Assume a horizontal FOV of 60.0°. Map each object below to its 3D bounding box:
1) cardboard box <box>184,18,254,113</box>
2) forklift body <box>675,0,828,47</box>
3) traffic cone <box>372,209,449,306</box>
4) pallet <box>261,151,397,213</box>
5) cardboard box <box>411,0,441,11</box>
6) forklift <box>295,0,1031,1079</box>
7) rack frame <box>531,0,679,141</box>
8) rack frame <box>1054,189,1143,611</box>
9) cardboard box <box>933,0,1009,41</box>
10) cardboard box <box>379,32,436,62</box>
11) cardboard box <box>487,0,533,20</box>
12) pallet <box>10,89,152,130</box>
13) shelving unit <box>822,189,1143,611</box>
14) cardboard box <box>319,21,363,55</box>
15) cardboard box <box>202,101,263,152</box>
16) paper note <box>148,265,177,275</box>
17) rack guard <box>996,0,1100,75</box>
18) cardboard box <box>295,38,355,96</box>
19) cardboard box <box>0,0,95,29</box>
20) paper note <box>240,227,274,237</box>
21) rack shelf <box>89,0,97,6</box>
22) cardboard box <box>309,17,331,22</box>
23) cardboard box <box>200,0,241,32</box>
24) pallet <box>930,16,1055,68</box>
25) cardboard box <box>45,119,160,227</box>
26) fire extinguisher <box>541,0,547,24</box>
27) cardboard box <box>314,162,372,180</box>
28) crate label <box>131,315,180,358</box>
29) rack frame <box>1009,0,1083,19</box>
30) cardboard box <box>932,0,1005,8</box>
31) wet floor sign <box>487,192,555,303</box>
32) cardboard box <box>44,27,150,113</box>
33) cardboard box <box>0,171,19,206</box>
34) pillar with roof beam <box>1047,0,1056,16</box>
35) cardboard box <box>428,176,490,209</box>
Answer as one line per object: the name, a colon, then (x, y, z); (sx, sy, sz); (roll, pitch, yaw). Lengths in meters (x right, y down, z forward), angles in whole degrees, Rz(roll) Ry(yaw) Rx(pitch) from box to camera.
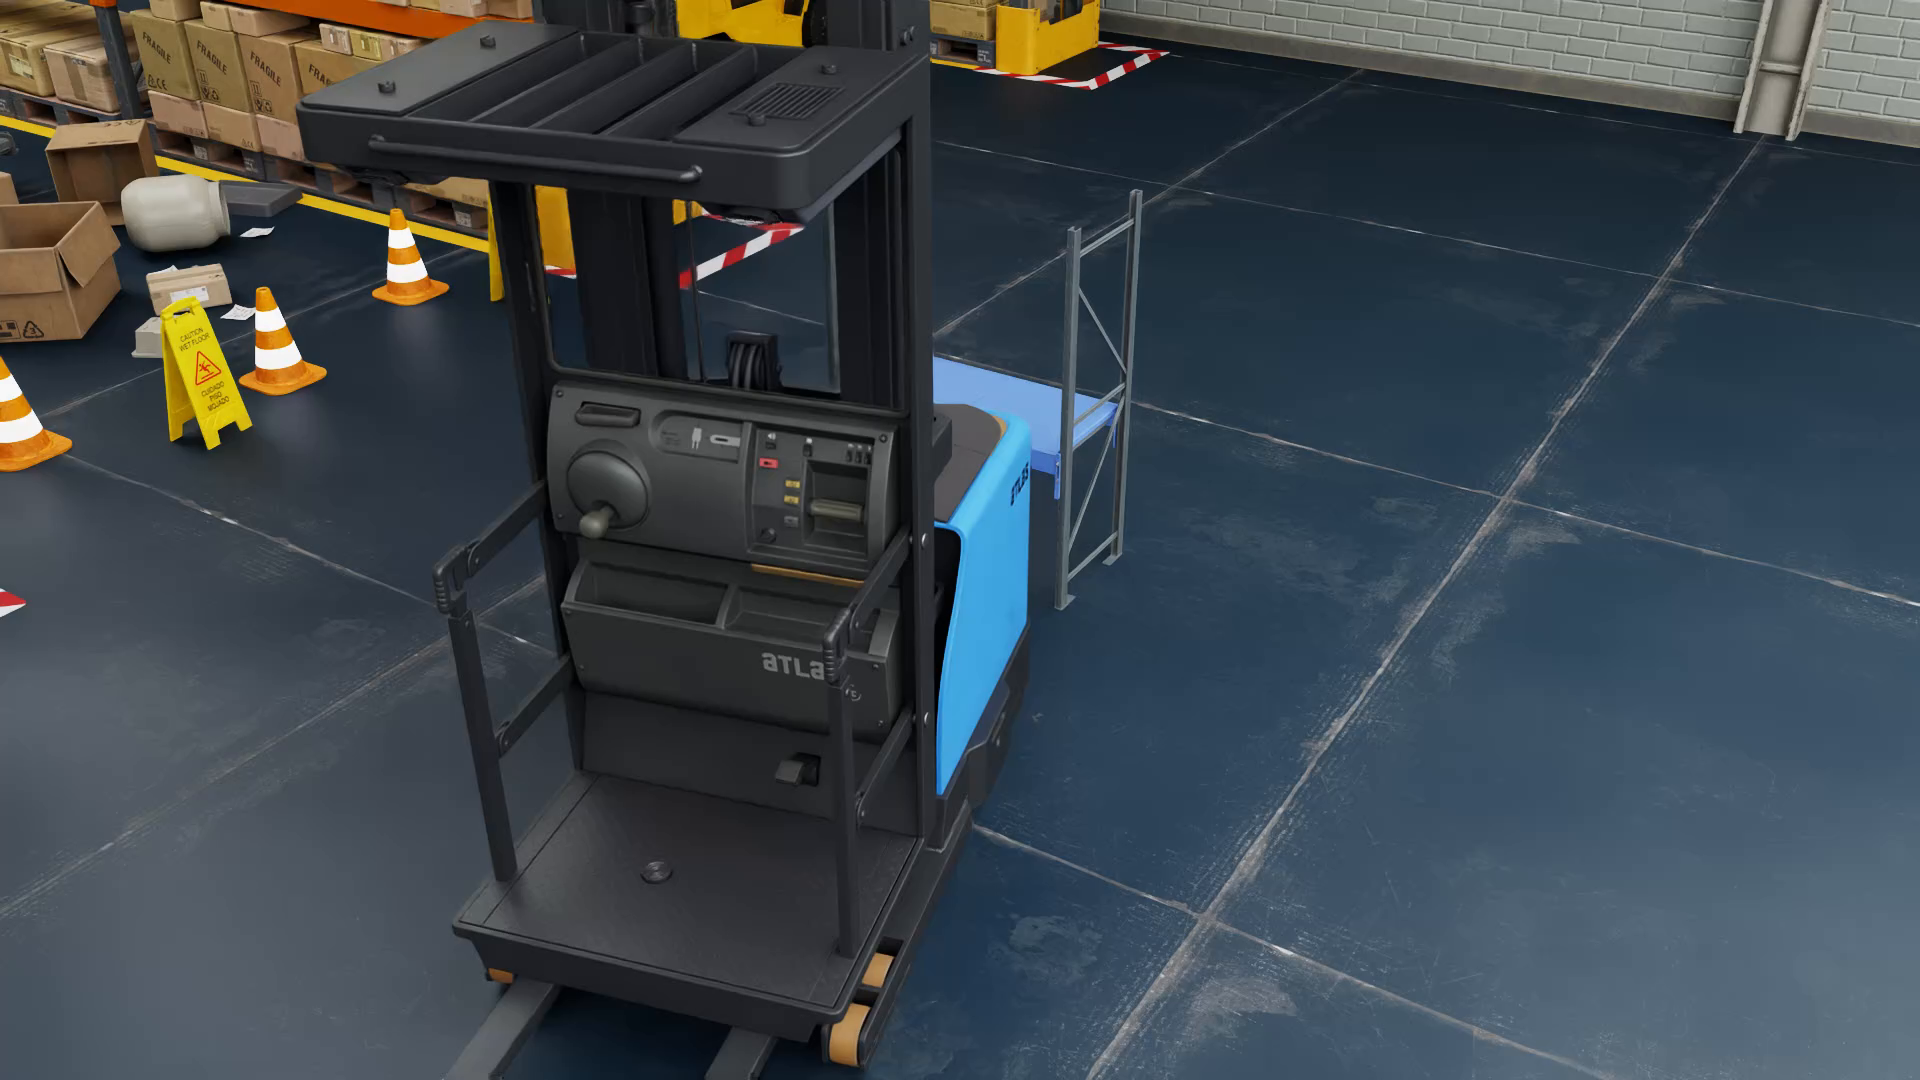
cardboard box: (-4.516, -3.061, 10.588); (0.500, 0.500, 0.500); (19, 35, 29)
forklift body: (-1.884, -4.566, 12.442); (1.214, 2.155, 2.313); (18, 35, 27)
traffic cone: (-2.994, -1.553, 8.952); (0.334, 0.463, 0.336); (18, 35, 27)
pallet: (-3.707, -2.460, 10.757); (1.213, 0.211, 1.003); (18, 35, 27)
cardboard box: (-2.854, -3.083, 9.306); (0.250, 0.149, 0.380); (17, 34, 27)
forklift: (-0.675, -0.107, 4.025); (1.130, 2.935, 3.031); (9, 31, 15)
rack frame: (-1.944, -3.084, 9.059); (0.127, 3.000, 1.000); (18, 35, 27)
rack frame: (0.503, -0.489, 6.099); (0.032, 1.500, 0.500); (18, 35, 27)
cardboard box: (0.126, -4.188, 13.264); (0.500, 0.250, 0.500); (18, 35, 28)
cardboard box: (-3.108, -2.855, 9.590); (0.250, 0.149, 0.380); (19, 35, 29)
cardboard box: (-2.374, -2.984, 9.138); (0.250, 0.149, 0.380); (19, 35, 29)
pallet: (-5.992, -3.159, 11.955); (1.213, 0.211, 1.003); (18, 35, 27)
shelving unit: (0.072, -0.625, 6.333); (1.048, 1.500, 0.538); (18, 35, 27)
cardboard box: (-3.541, -2.995, 9.830); (0.250, 0.149, 0.380); (19, 35, 29)
cardboard box: (-4.517, -2.738, 10.778); (0.500, 0.250, 0.500); (20, 36, 30)
paper note: (-4.442, -1.492, 9.288); (0.148, 0.019, 0.142); (-21, 36, -32)
rack guard: (0.712, -4.117, 13.311); (0.348, 0.500, 1.175); (18, 35, 27)
cardboard box: (-3.628, -2.781, 10.109); (0.500, 0.500, 0.500); (17, 34, 26)
cardboard box: (-6.978, -3.718, 12.337); (0.625, 0.372, 0.950); (19, 35, 29)
paper note: (-4.165, -1.829, 9.855); (0.148, 0.019, 0.142); (6, 31, 10)
rack shelf: (-7.026, -4.380, 11.996); (4.000, 0.370, 1.077); (18, 35, 27)
cardboard box: (-3.823, -3.157, 10.753); (0.500, 0.500, 0.500); (20, 36, 30)
cardboard box: (-4.465, -3.284, 10.326); (0.250, 0.149, 0.380); (19, 35, 29)
pallet: (0.022, -4.186, 13.715); (1.213, 0.211, 1.003); (18, 35, 27)
cardboard box: (-5.148, -2.209, 10.038); (0.500, 0.500, 0.500); (-9, 32, -15)
fire extinguisher: (-2.092, -2.823, 8.689); (0.183, 0.674, 0.296); (18, 35, 27)
cardboard box: (-3.652, -2.459, 10.301); (0.500, 0.250, 0.500); (16, 34, 26)
crate label: (-3.995, -1.031, 8.382); (0.298, 0.136, 0.250); (1, 30, 2)
rack frame: (0.692, -5.203, 12.692); (0.127, 3.000, 1.000); (18, 35, 27)
cardboard box: (0.113, -4.410, 13.148); (0.500, 0.250, 0.500); (17, 34, 27)
wet floor sign: (-2.352, -1.559, 8.782); (0.267, 0.644, 0.232); (-21, 36, -32)
cardboard box: (-5.777, -3.341, 11.691); (0.625, 0.372, 0.950); (18, 35, 28)
cardboard box: (-5.574, -1.701, 9.032); (0.503, 0.637, 0.797); (18, 35, 27)
pillar with roof beam: (-1.707, -6.528, 9.010); (0.400, 9.000, 9.100); (18, 35, 27)
cardboard box: (-2.792, -2.186, 9.832); (0.500, 0.250, 0.500); (17, 34, 27)
